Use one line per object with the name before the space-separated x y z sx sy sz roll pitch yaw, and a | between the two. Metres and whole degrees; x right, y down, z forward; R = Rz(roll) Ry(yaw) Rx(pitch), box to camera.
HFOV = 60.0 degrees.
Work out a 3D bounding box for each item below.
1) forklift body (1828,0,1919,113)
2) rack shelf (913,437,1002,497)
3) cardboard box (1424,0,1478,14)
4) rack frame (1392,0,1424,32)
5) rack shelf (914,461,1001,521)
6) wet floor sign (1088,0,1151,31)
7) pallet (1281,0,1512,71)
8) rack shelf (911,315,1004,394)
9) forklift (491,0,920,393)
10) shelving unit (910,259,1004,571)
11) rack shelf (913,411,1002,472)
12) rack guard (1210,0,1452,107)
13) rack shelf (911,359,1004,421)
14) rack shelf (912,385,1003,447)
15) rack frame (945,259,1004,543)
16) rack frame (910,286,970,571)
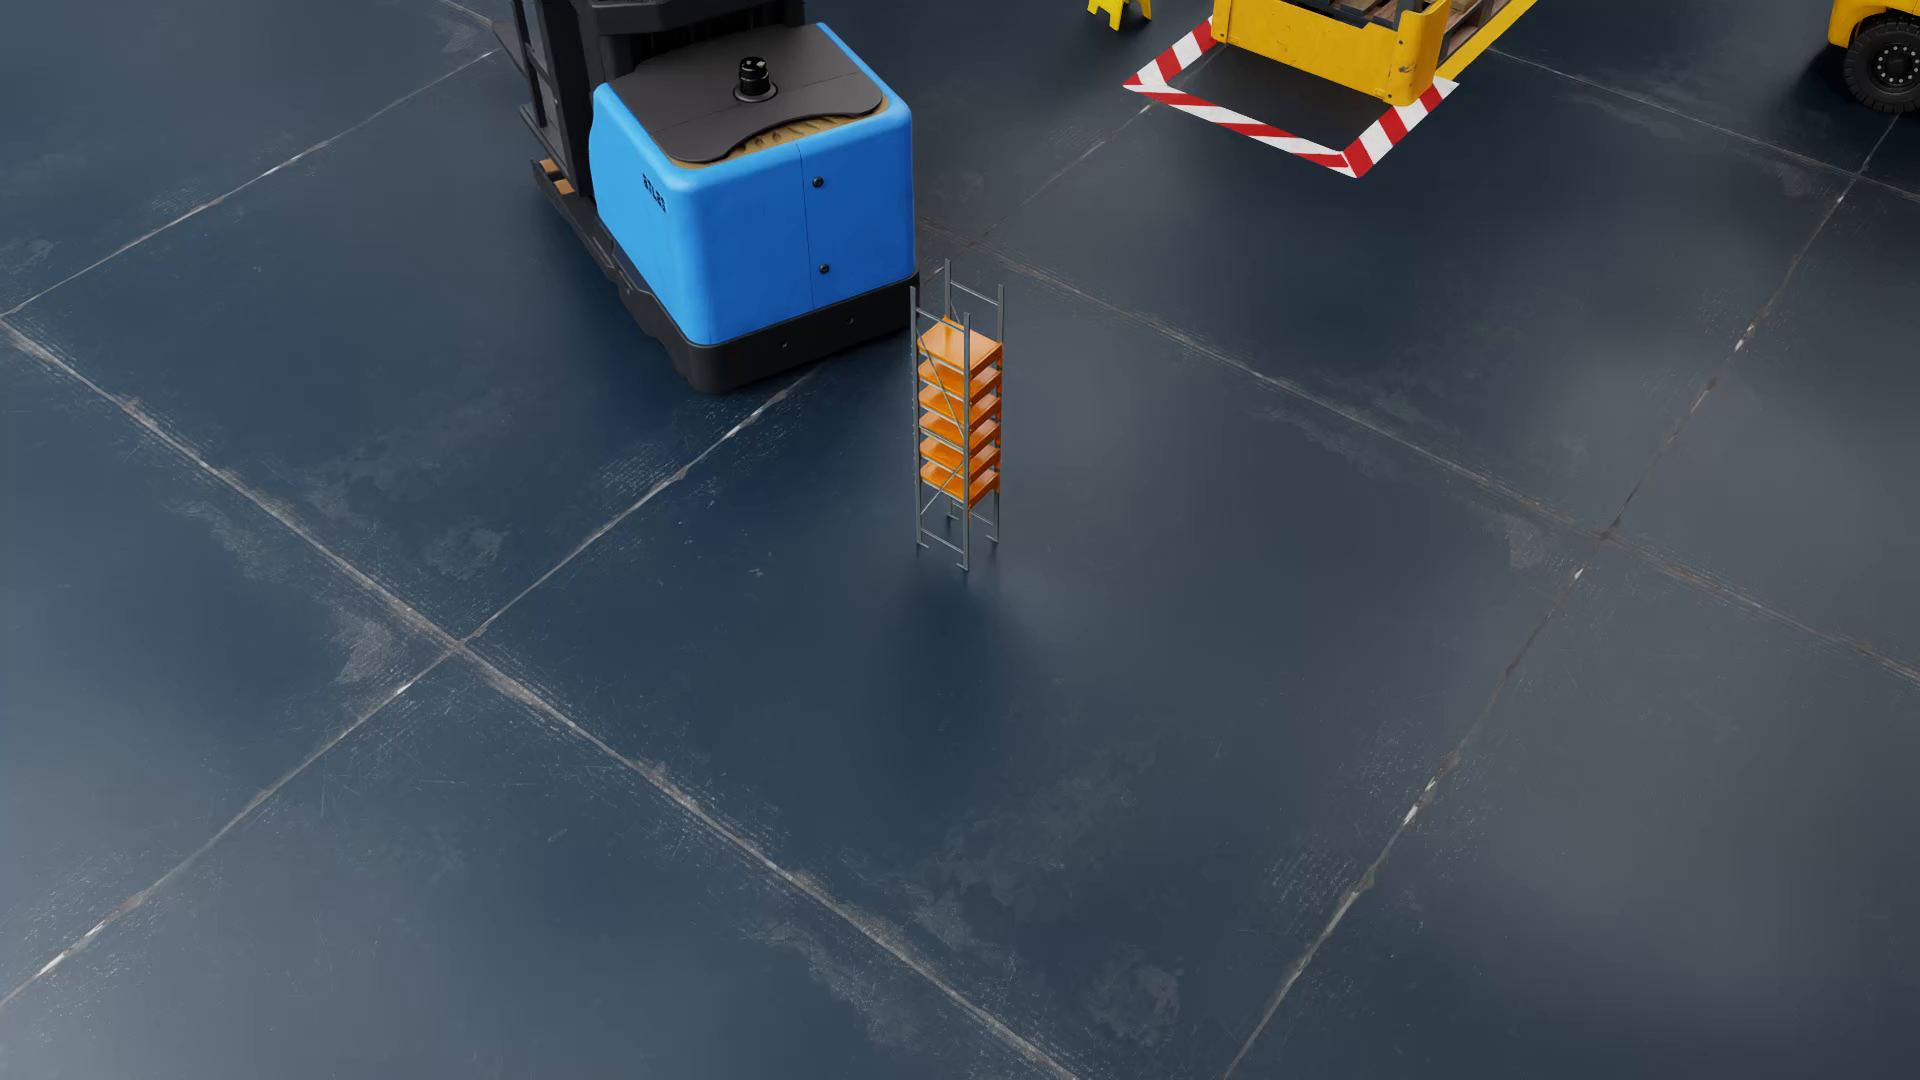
forklift body | 5.467 -2.905 7.537 2.313 2.155 1.214 29 53 25
rack shelf | -0.009 -0.293 5.927 0.258 0.103 0.180 29 53 25
cardboard box | 2.533 -3.033 8.684 0.500 0.250 0.500 29 53 25
rack frame | 1.821 -3.499 7.518 1.000 3.000 0.127 29 53 25
rack shelf | -0.009 -0.210 6.014 0.258 0.103 0.180 29 53 25
wet floor sign | 0.858 -3.050 8.717 0.232 0.644 0.267 -25 51 -22
pallet | 2.392 -3.028 8.997 1.003 0.211 1.213 29 53 25
rack shelf | -0.009 -0.624 5.580 0.258 0.103 0.180 29 53 25
forklift | -1.338 -2.664 6.768 1.130 2.935 3.031 -23 50 -20
shelving unit | -0.009 -0.406 5.808 0.258 1.200 0.189 29 53 25
rack shelf | -0.009 -0.375 5.840 0.258 0.103 0.180 29 53 25
rack guard | 1.868 -2.679 8.463 1.175 0.500 0.348 29 53 25
rack shelf | -0.009 -0.541 5.667 0.258 0.103 0.180 29 53 25
rack shelf | -0.009 -0.458 5.754 0.258 0.103 0.180 29 53 25
rack frame | 0.047 -0.459 5.858 0.240 1.200 0.006 29 53 25
rack frame | -0.065 -0.354 5.758 0.240 1.200 0.006 29 53 25
